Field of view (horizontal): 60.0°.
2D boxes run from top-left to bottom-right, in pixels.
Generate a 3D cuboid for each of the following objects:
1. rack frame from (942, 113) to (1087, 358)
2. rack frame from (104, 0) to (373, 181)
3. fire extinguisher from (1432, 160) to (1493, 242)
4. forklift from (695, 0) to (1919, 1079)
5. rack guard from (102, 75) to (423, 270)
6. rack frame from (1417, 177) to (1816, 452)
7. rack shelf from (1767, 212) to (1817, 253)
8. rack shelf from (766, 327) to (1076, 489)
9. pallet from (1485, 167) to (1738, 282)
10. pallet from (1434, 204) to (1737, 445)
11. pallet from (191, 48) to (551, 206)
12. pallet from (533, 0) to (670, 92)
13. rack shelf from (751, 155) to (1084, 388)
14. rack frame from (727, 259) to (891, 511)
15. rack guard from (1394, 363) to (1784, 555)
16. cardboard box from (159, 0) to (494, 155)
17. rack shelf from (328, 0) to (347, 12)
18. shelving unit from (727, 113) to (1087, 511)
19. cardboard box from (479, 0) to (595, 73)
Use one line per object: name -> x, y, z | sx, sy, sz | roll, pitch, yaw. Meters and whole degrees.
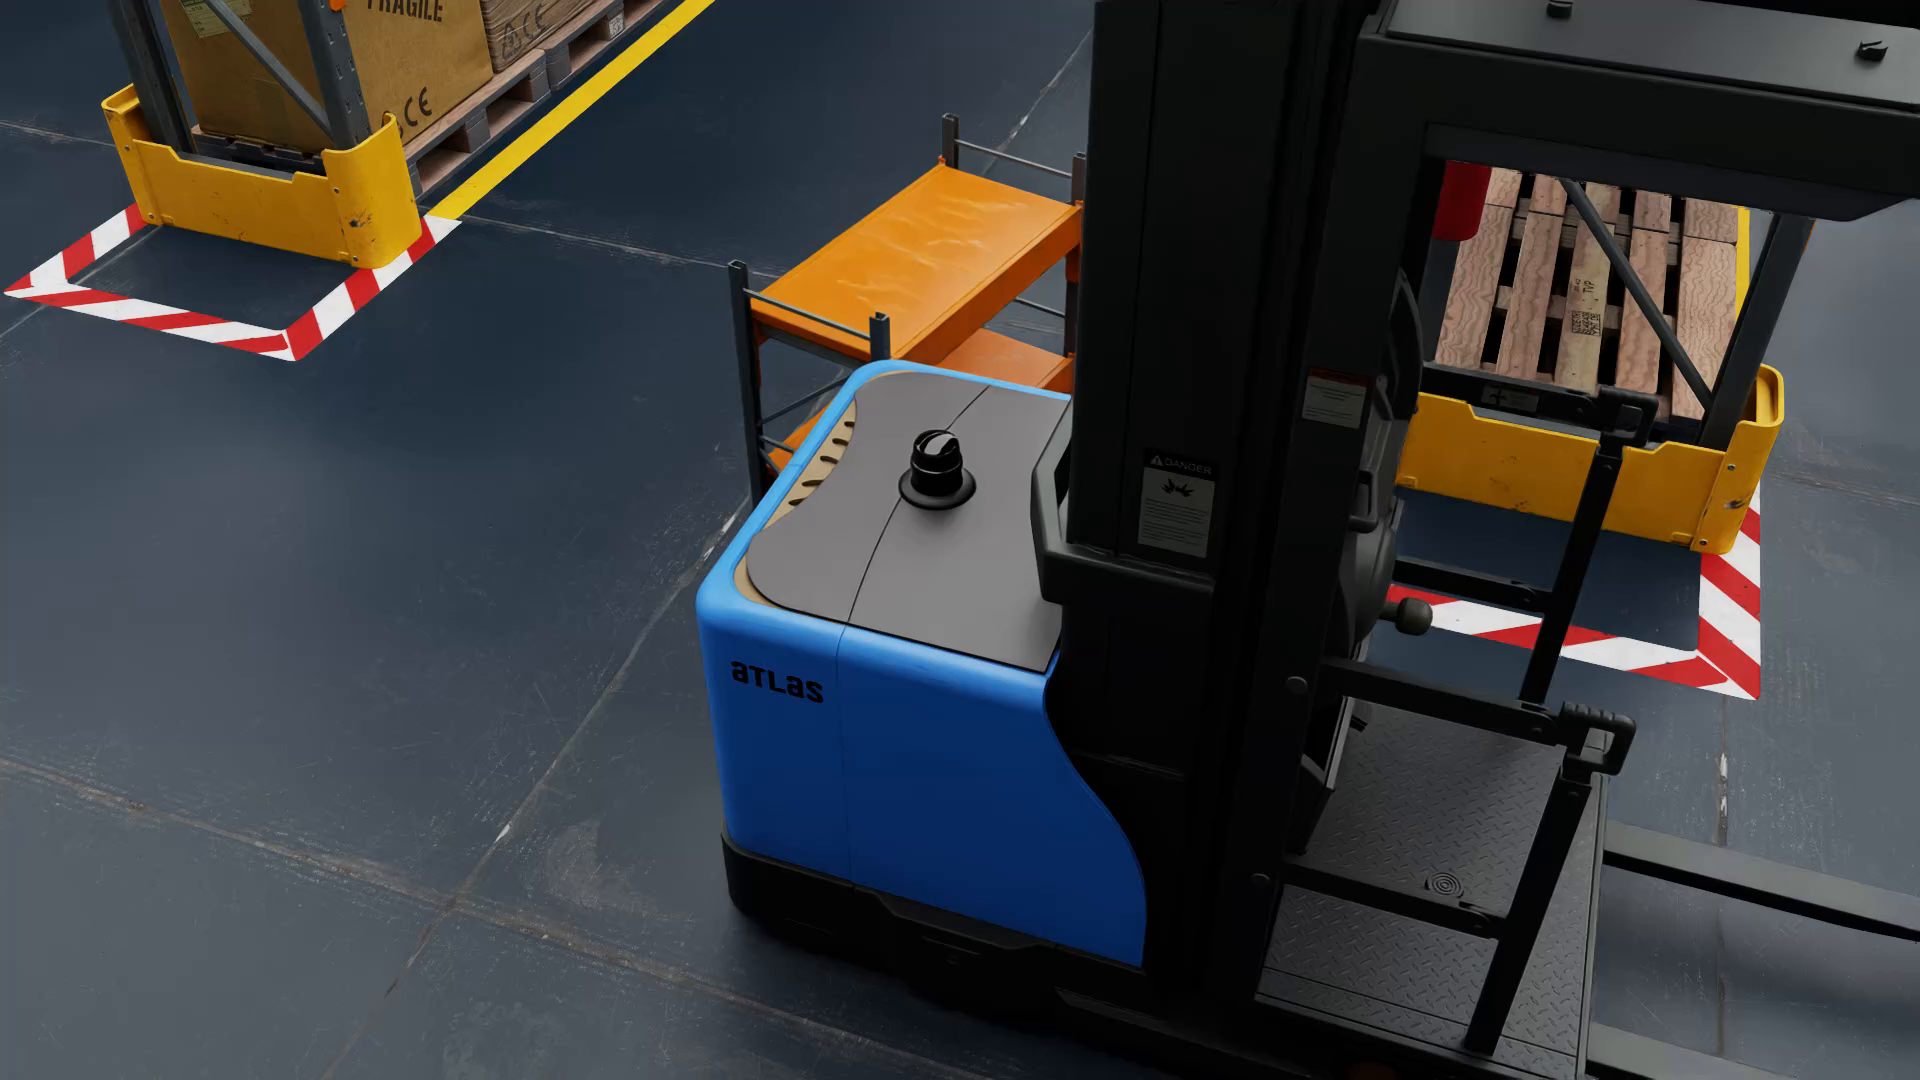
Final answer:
rack frame -> 0.162, -0.768, 5.284 | 0.500, 1.125, 0.032 | 23, 46, 25
rack frame -> -2.744, -2.433, 5.790 | 1.000, 3.000, 0.127 | 13, 42, 15
fire extinguisher -> 1.432, -1.171, 4.658 | 0.296, 0.674, 0.183 | 13, 42, 15
forklift -> 0.999, -0.147, 3.165 | 3.031, 2.935, 1.130 | 13, 42, 15
rack guard -> -2.752, -1.467, 6.585 | 1.175, 0.500, 0.348 | 13, 42, 15
rack frame -> 1.911, -1.334, 4.502 | 1.000, 3.000, 0.127 | 13, 42, 15
rack shelf -> 2.595, -2.280, 6.165 | 1.077, 0.370, 4.000 | 13, 42, 15
rack shelf -> -0.116, -0.306, 5.119 | 0.538, 0.278, 1.000 | 23, 46, 25
pallet -> 2.648, -1.509, 6.856 | 1.003, 0.211, 1.213 | 13, 42, 15
pallet -> 2.229, -0.767, 5.986 | 1.003, 0.211, 1.213 | 13, 42, 15
pallet -> -2.544, -1.877, 7.287 | 1.003, 0.211, 1.213 | 13, 42, 15
pallet -> -2.125, -2.619, 8.157 | 1.003, 0.211, 1.213 | 13, 42, 15
rack shelf -> -0.116, -0.715, 4.770 | 0.538, 0.278, 1.000 | 23, 46, 25
rack frame -> -0.394, -0.216, 4.637 | 0.500, 1.125, 0.032 | 23, 46, 25
rack guard -> 1.915, -0.365, 5.293 | 1.175, 0.500, 0.348 | 13, 42, 15
cardboard box -> -2.600, -2.192, 6.822 | 0.875, 0.875, 0.875 | 13, 42, 15
rack shelf -> -2.060, -3.379, 7.454 | 1.077, 0.370, 4.000 | 13, 42, 15
shelving unit -> -0.116, -0.492, 4.960 | 0.538, 1.125, 1.048 | 23, 46, 25
cardboard box -> -2.289, -2.747, 7.473 | 0.875, 0.875, 0.875 | 13, 42, 15
